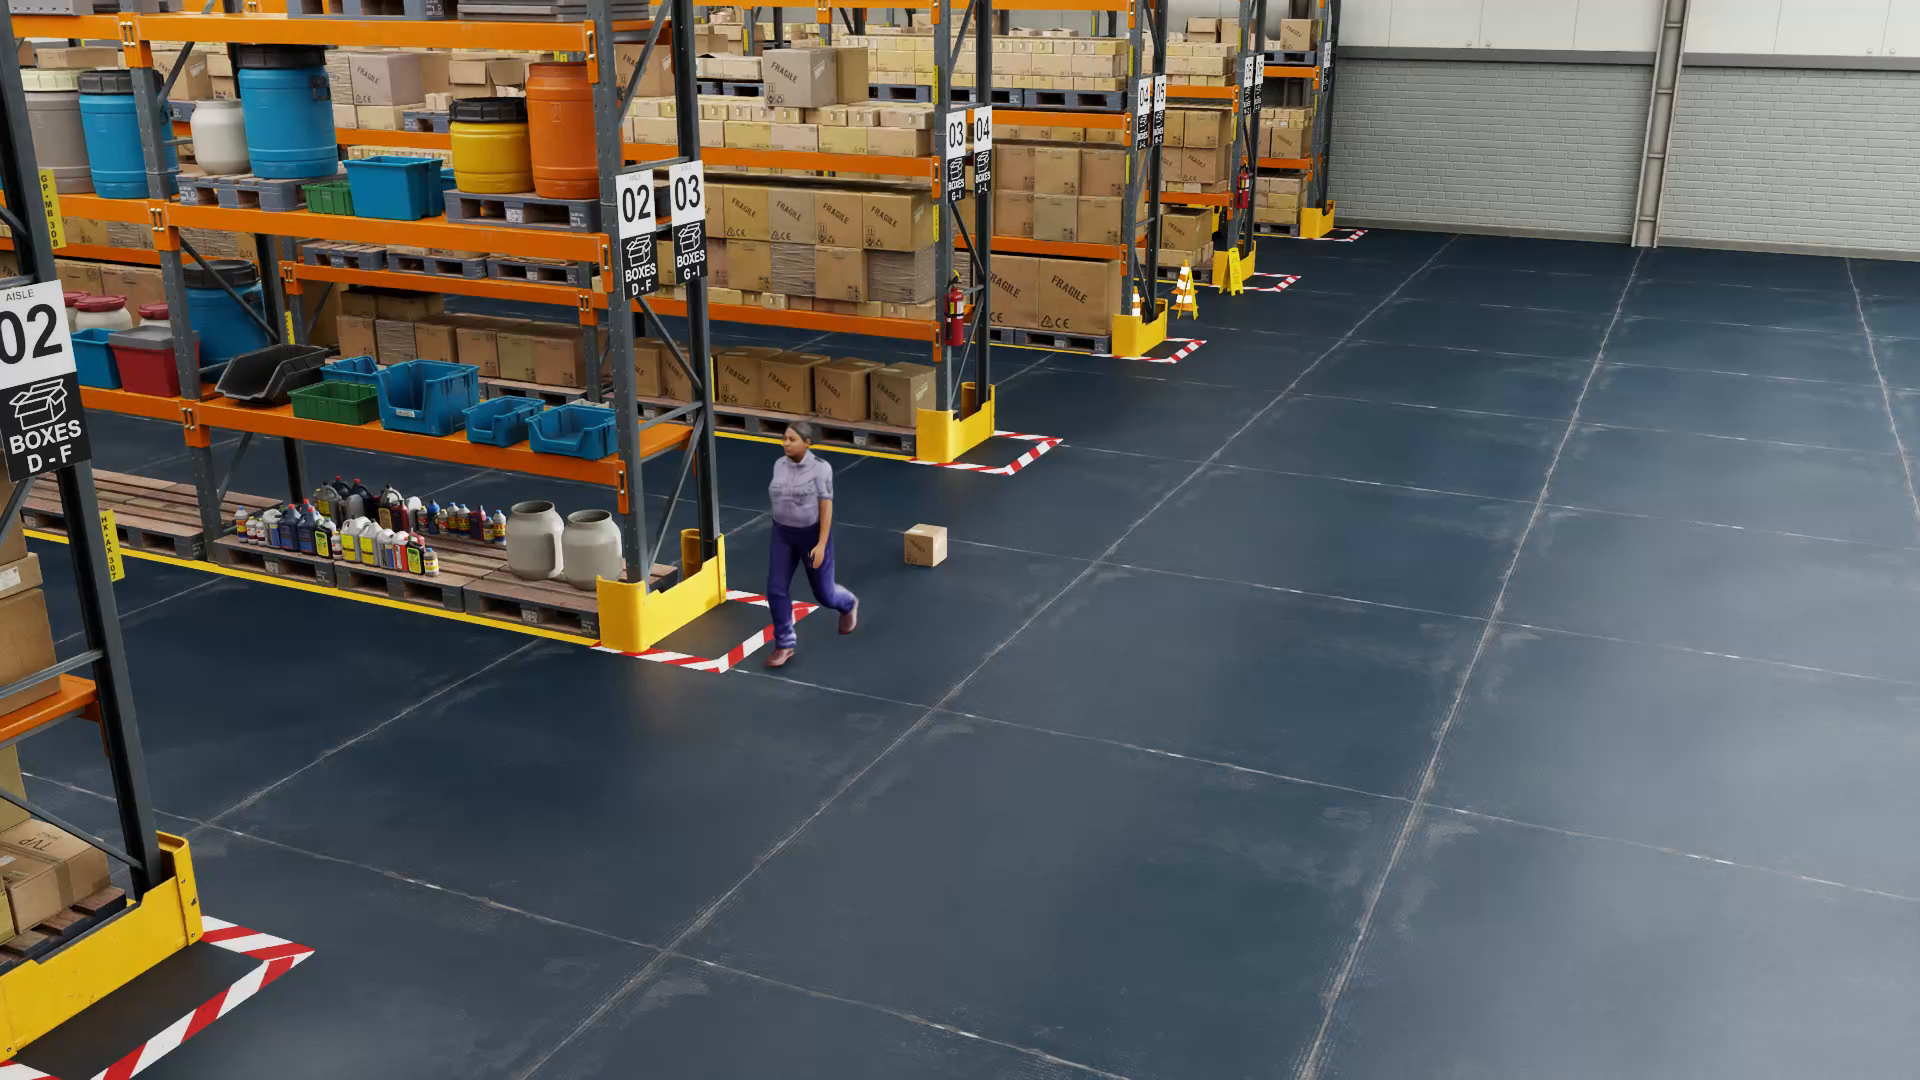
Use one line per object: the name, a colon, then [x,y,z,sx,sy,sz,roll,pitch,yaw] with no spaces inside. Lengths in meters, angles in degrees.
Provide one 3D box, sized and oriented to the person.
person: [-1.029,-0.022,11.109,0.480,1.608,0.851,8,21,23]
